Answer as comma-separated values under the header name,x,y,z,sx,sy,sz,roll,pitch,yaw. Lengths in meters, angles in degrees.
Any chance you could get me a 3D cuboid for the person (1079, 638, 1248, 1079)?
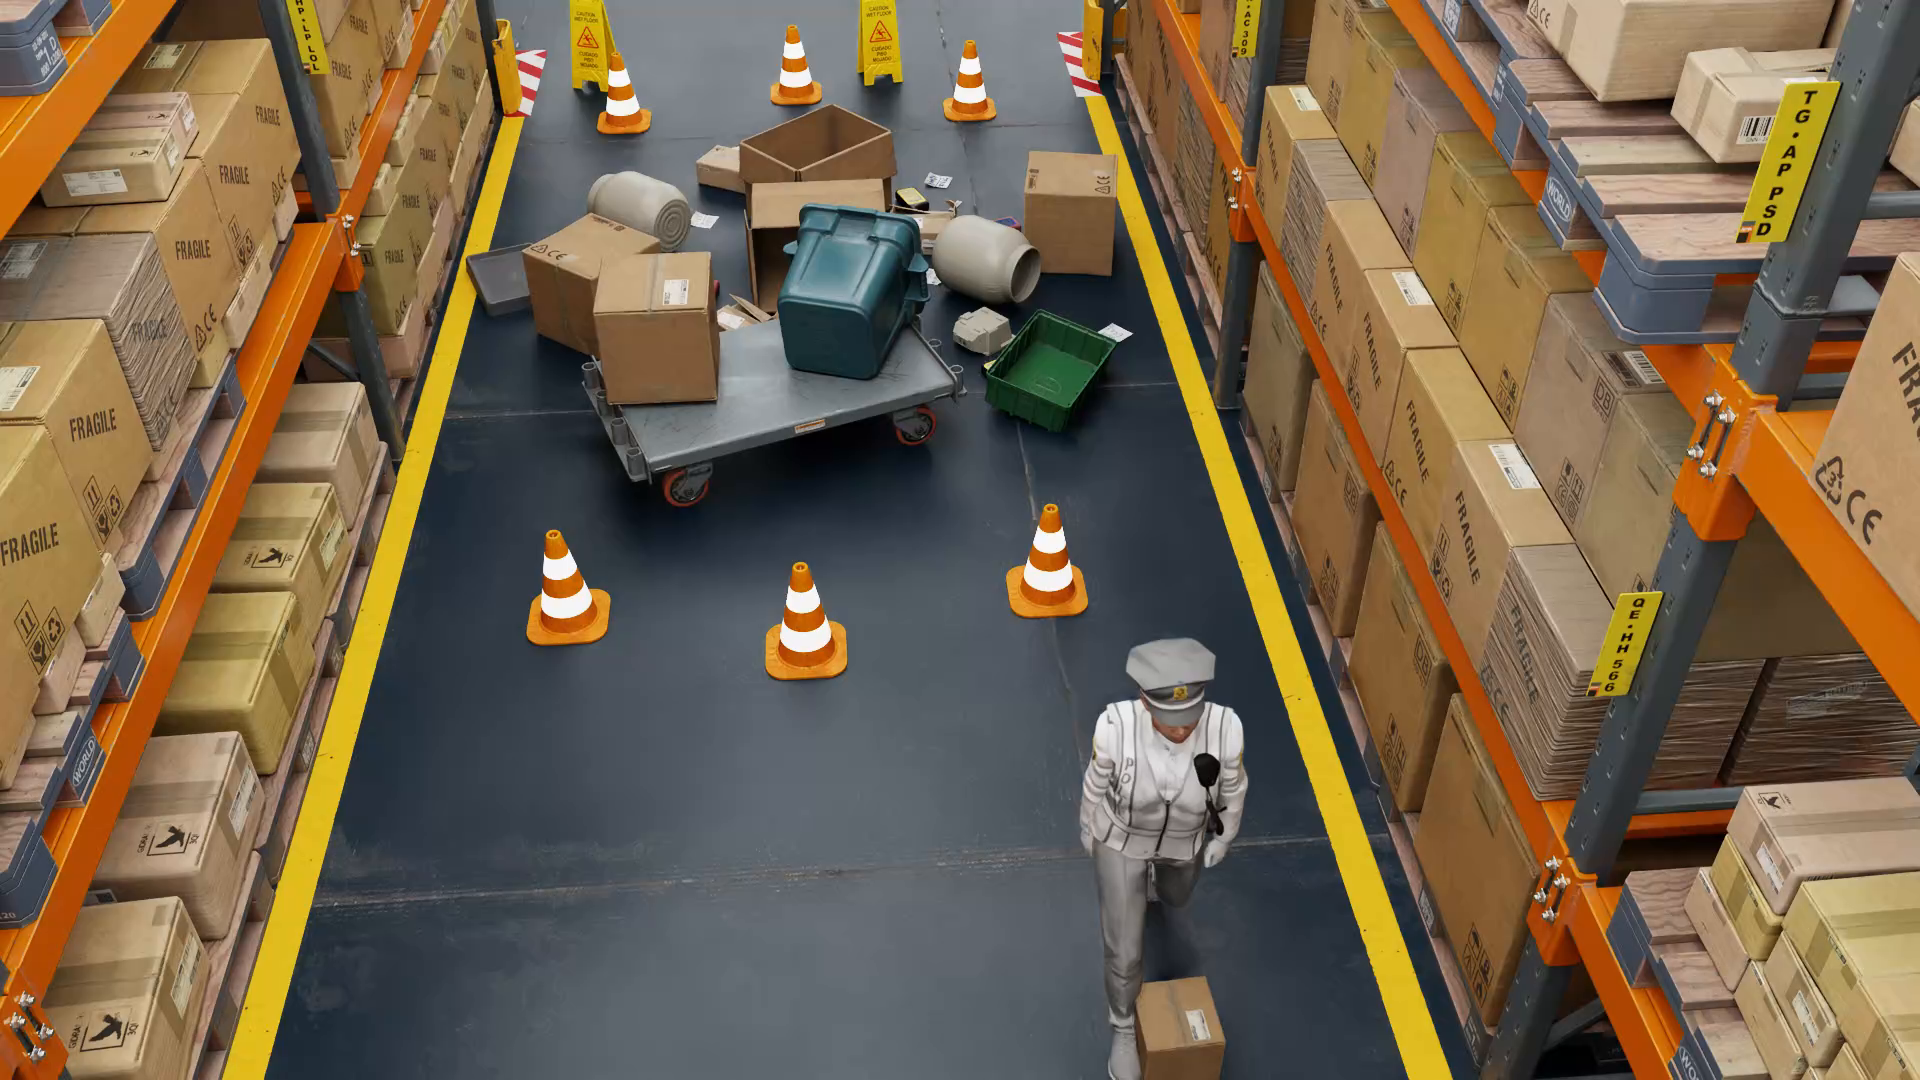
name,x,y,z,sx,sy,sz,roll,pitch,yaw
person,0.609,0.846,5.123,0.488,1.624,0.938,-2,39,-2
